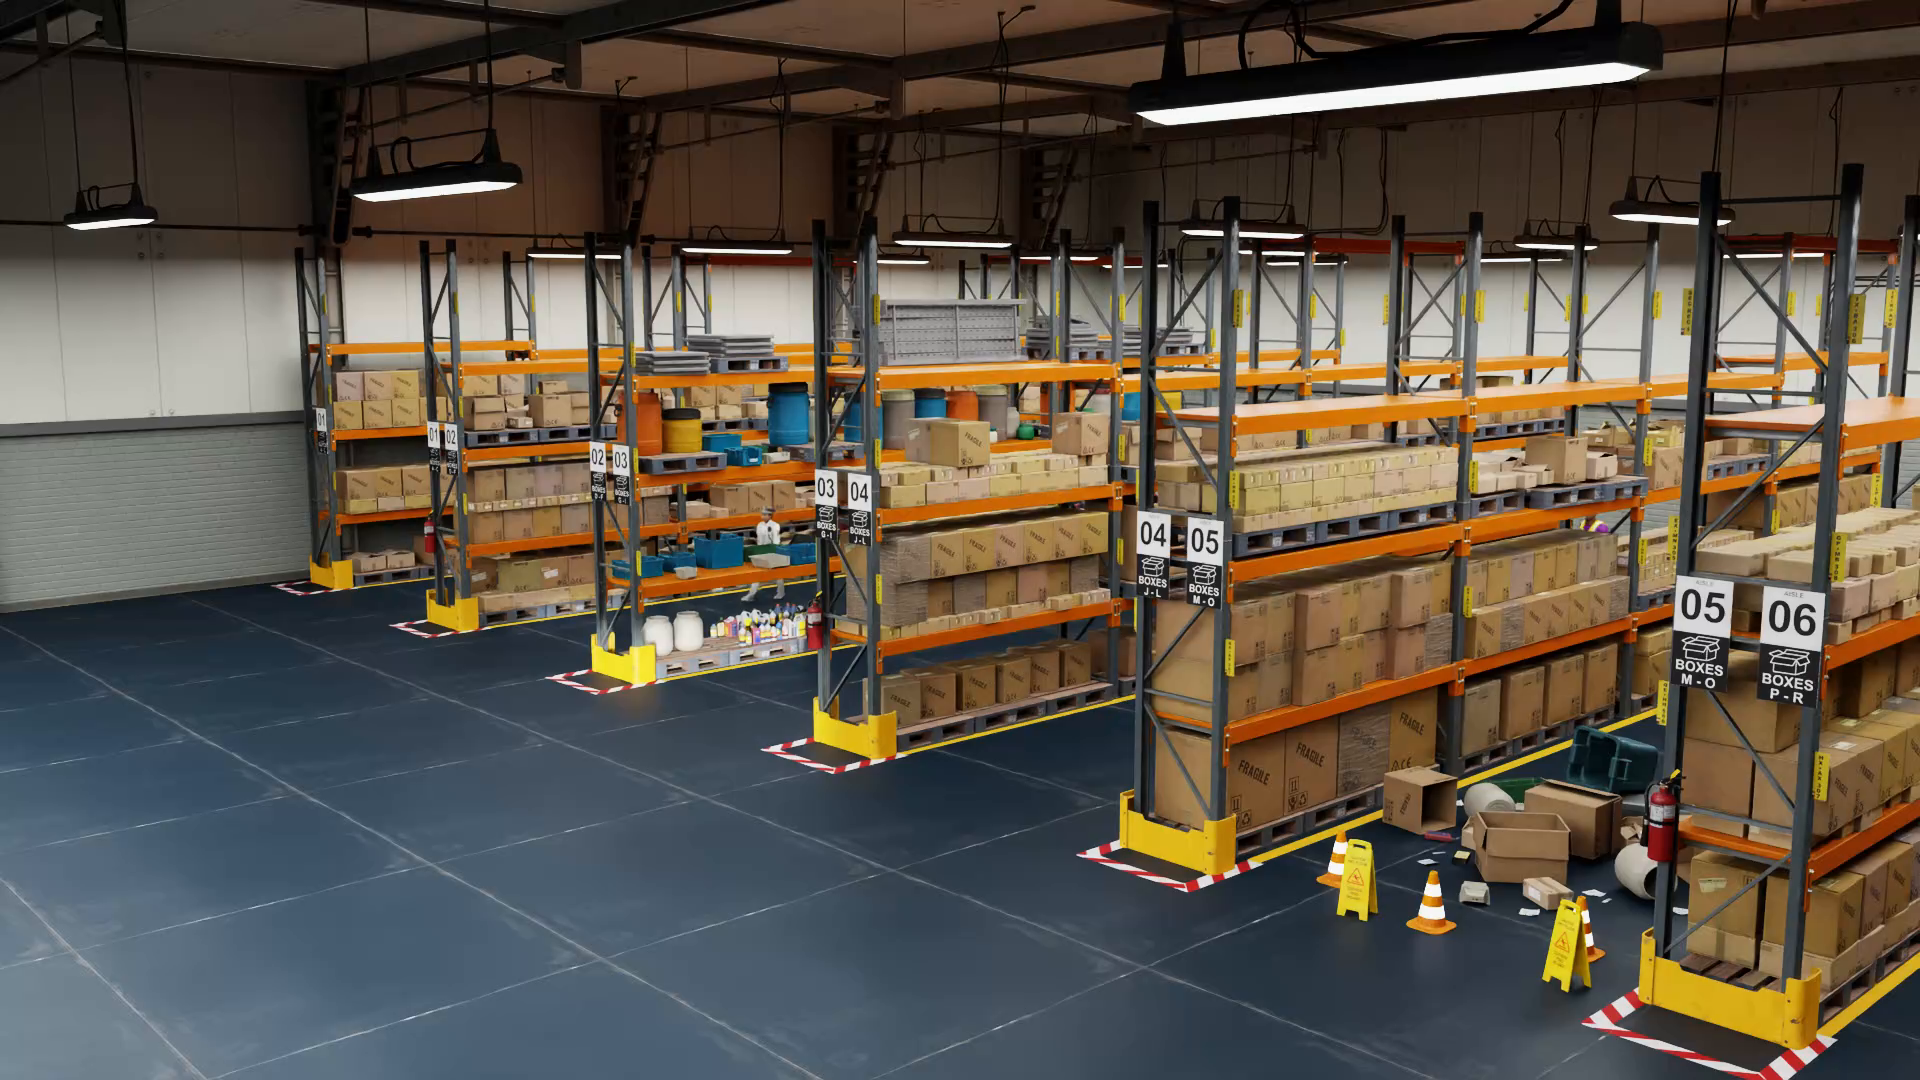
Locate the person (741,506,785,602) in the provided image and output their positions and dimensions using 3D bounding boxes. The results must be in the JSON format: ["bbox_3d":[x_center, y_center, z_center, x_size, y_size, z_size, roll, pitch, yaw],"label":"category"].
[{"bbox_3d":[-3.275,0.238,27.991,0.519,1.627,1.011,3,9,19],"label":"person"}]

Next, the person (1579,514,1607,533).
[{"bbox_3d":[10.476,0.251,27.699,1.085,1.708,0.596,-8,11,-42],"label":"person"}]
